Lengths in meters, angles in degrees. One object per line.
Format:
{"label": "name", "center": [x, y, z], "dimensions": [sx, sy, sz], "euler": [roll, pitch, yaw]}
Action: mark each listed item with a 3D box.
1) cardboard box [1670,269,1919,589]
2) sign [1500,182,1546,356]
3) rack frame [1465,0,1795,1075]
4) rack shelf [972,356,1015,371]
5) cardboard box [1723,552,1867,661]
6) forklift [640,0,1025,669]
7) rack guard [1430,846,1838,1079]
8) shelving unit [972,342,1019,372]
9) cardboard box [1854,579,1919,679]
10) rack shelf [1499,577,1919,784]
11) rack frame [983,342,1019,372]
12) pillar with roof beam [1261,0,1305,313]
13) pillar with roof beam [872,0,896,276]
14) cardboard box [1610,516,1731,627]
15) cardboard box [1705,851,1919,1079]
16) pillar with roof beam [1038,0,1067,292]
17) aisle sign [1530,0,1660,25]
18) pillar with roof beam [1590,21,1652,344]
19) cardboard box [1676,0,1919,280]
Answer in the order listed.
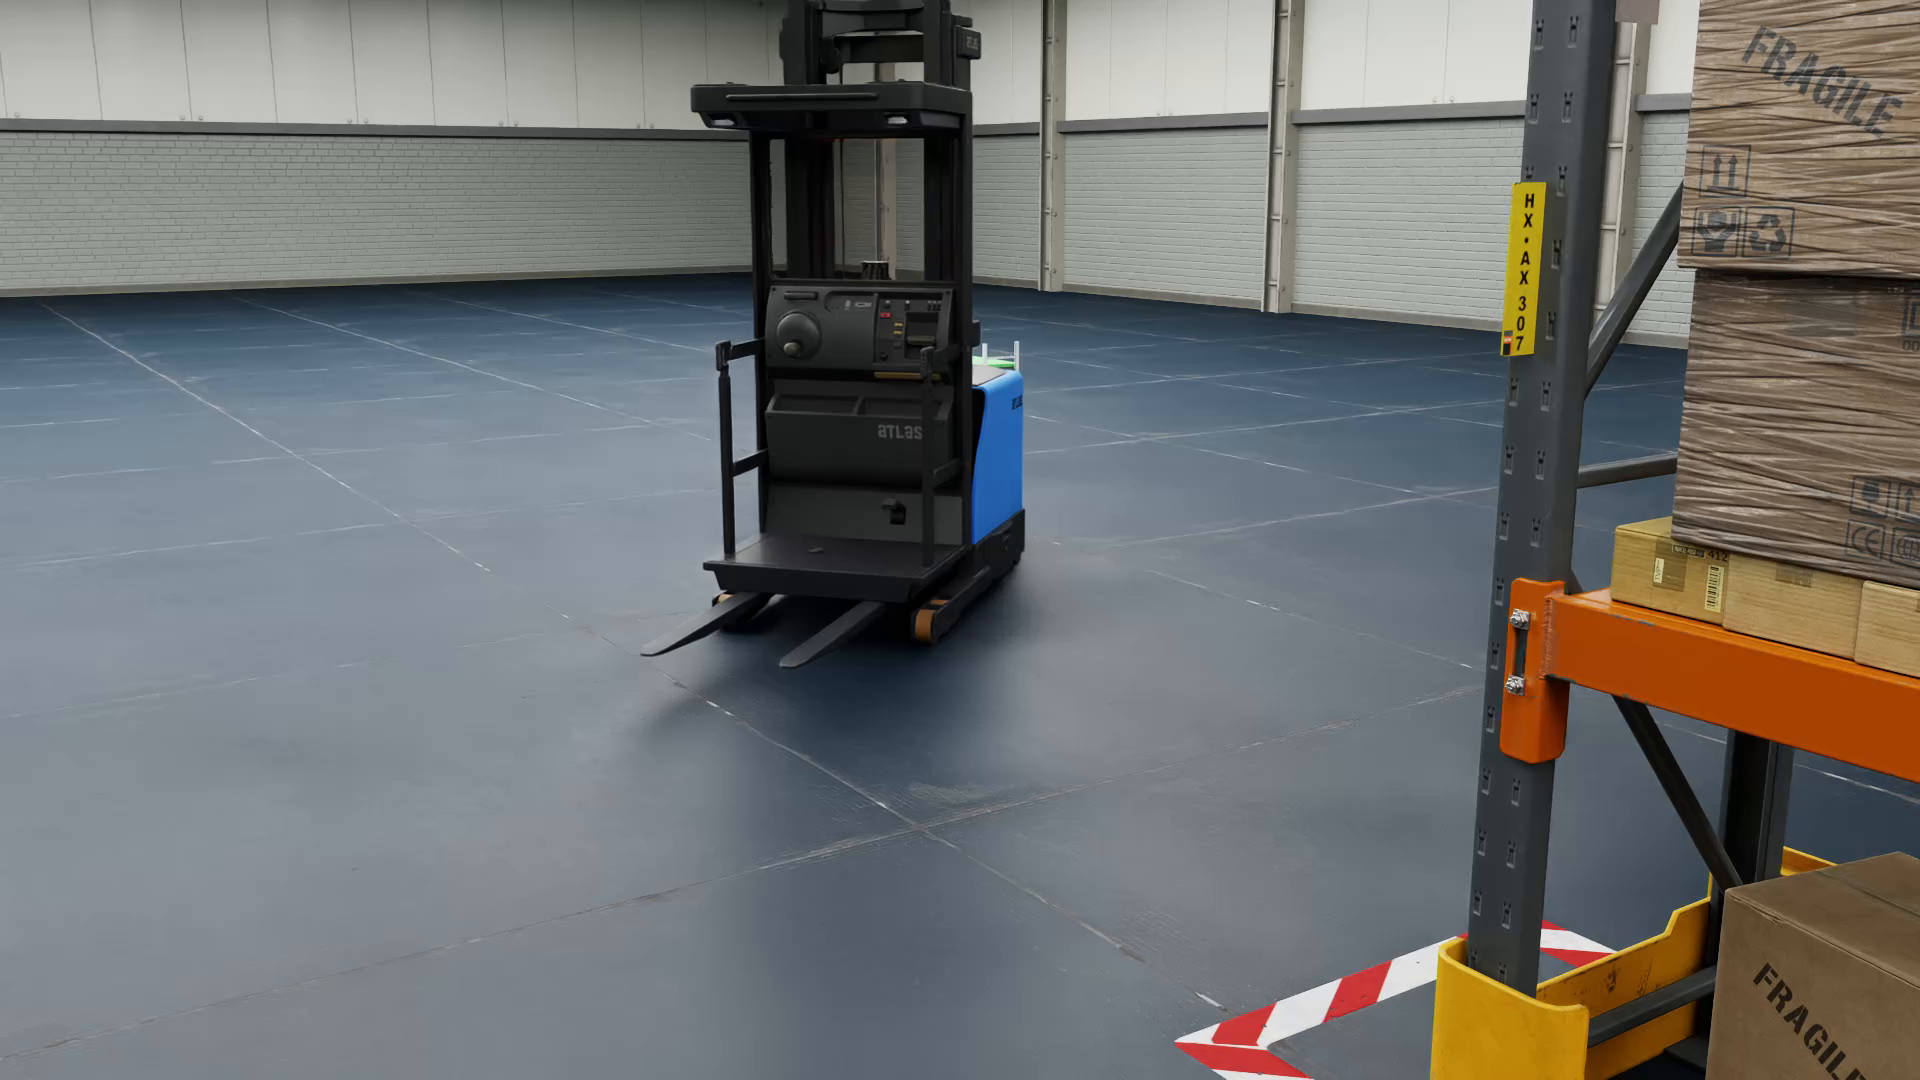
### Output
{"label": "cardboard box", "center": [1.811, -0.250, 3.055], "dimensions": [0.875, 0.500, 0.500], "euler": [-8, 15, -33]}
{"label": "sign", "center": [1.077, -0.516, 3.174], "dimensions": [0.100, 0.325, 0.005], "euler": [-8, 15, -33]}
{"label": "rack frame", "center": [1.529, -0.157, 3.560], "dimensions": [1.000, 3.000, 0.127], "euler": [-8, 15, -33]}
{"label": "rack shelf", "center": [0.092, -0.964, 9.512], "dimensions": [0.258, 0.148, 0.480], "euler": [-8, 15, -33]}
{"label": "cardboard box", "center": [1.611, 0.091, 3.012], "dimensions": [0.380, 0.149, 0.250], "euler": [-8, 15, -33]}
{"label": "forklift", "center": [-0.546, -1.044, 7.774], "dimensions": [1.130, 2.935, 3.031], "euler": [4, 13, 16]}
{"label": "rack guard", "center": [1.571, 1.077, 3.765], "dimensions": [1.175, 0.500, 0.348], "euler": [-8, 15, -33]}
{"label": "shelving unit", "center": [0.092, -0.557, 9.601], "dimensions": [0.258, 1.200, 0.503], "euler": [-8, 15, -33]}
{"label": "cardboard box", "center": [1.737, 0.137, 2.801], "dimensions": [0.380, 0.149, 0.250], "euler": [-8, 15, -33]}
{"label": "rack shelf", "center": [2.637, 0.550, 2.010], "dimensions": [1.077, 0.370, 4.000], "euler": [-8, 15, -33]}
{"label": "rack frame", "center": [0.229, -0.514, 9.403], "dimensions": [0.240, 1.200, 0.015], "euler": [-8, 15, -33]}
{"label": "pillar with roof beam", "center": [1.451, -7.517, 23.170], "dimensions": [9.100, 9.000, 0.400], "euler": [-8, 15, -33]}
{"label": "pillar with roof beam", "center": [-5.198, -9.651, 32.929], "dimensions": [9.100, 9.000, 0.400], "euler": [-8, 15, -33]}
{"label": "cardboard box", "center": [1.488, 0.044, 3.226], "dimensions": [0.380, 0.149, 0.250], "euler": [-8, 15, -33]}
{"label": "cardboard box", "center": [1.861, 0.972, 3.265], "dimensions": [0.500, 0.500, 0.500], "euler": [-5, 13, -22]}
{"label": "pillar with roof beam", "center": [-1.873, -8.584, 28.049], "dimensions": [9.100, 9.000, 0.400], "euler": [-8, 15, -33]}
{"label": "aisle sign", "center": [1.245, -1.403, 3.170], "dimensions": [0.394, 0.787, 0.004], "euler": [-8, 15, -33]}
{"label": "pillar with roof beam", "center": [4.775, -6.449, 18.290], "dimensions": [9.100, 9.000, 0.400], "euler": [-8, 15, -33]}
{"label": "cardboard box", "center": [1.607, -0.710, 2.816], "dimensions": [0.500, 0.500, 0.500], "euler": [-8, 15, -33]}
